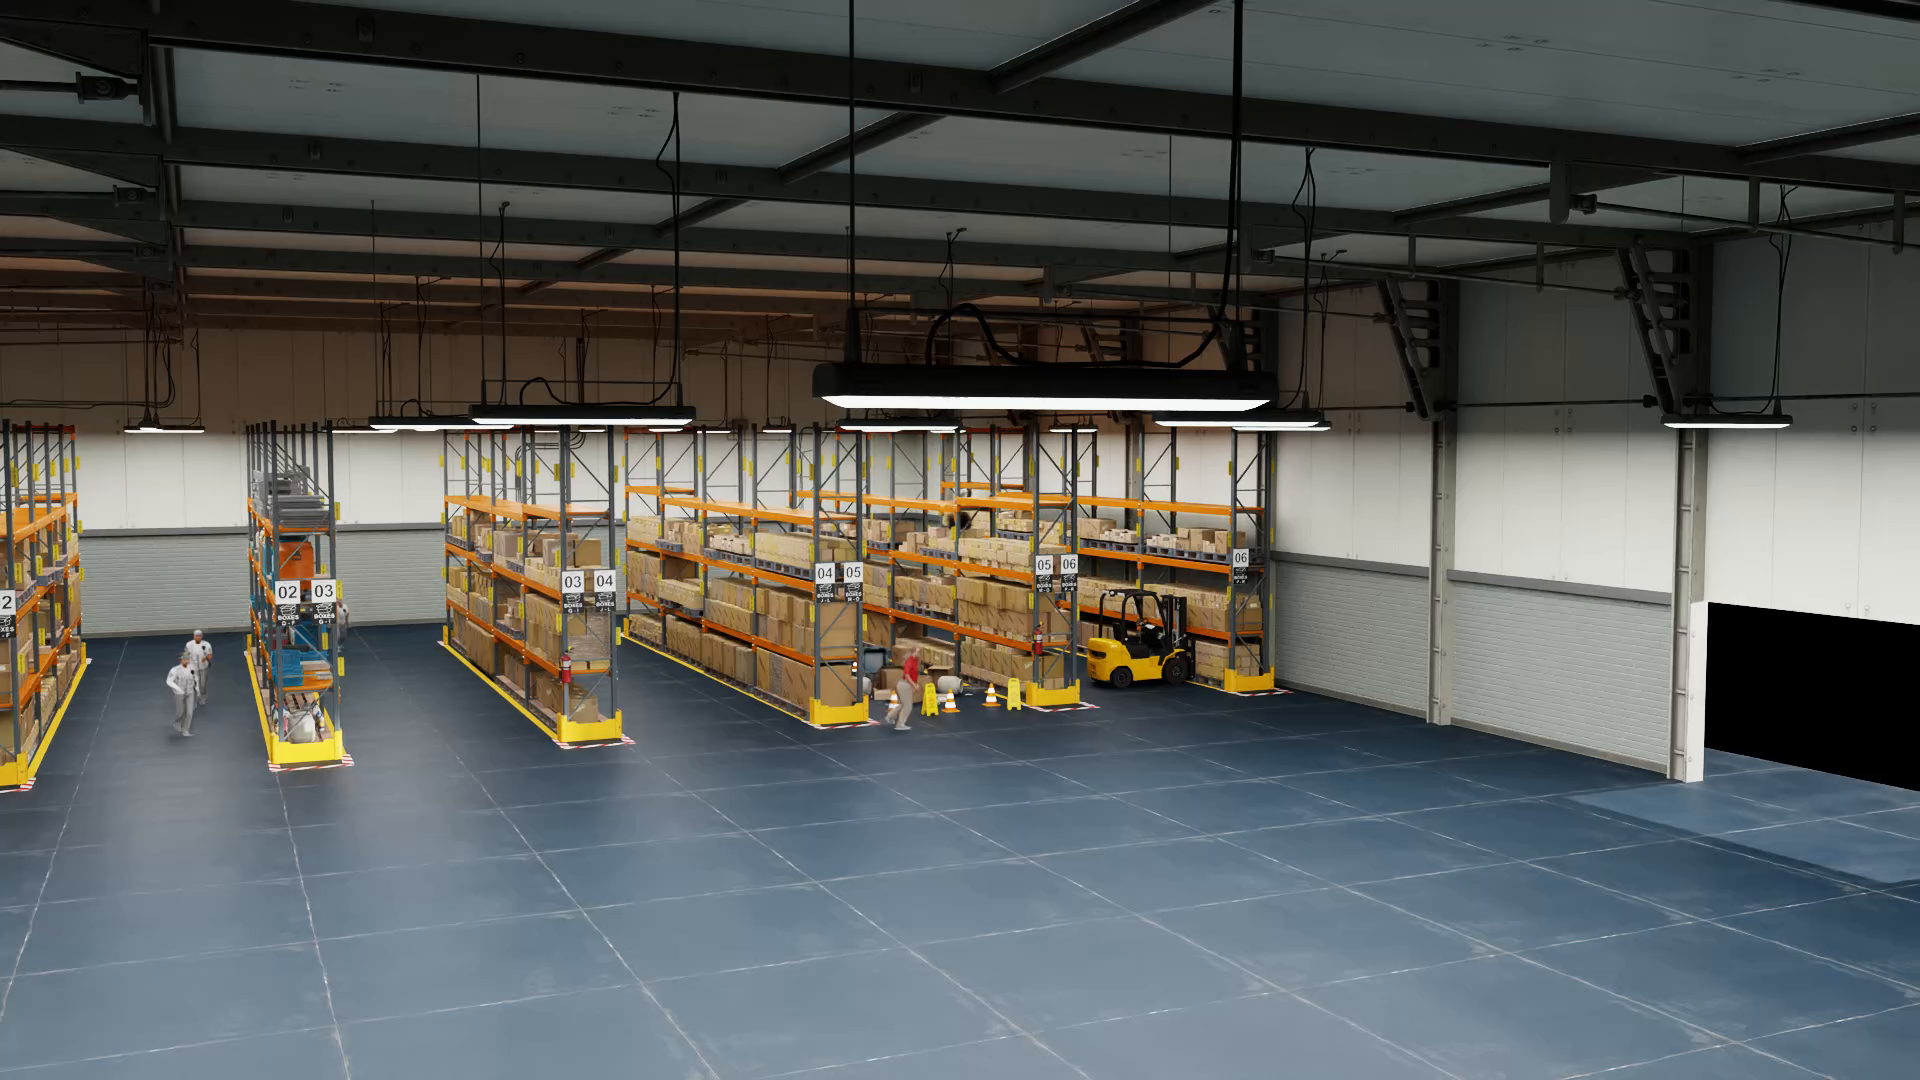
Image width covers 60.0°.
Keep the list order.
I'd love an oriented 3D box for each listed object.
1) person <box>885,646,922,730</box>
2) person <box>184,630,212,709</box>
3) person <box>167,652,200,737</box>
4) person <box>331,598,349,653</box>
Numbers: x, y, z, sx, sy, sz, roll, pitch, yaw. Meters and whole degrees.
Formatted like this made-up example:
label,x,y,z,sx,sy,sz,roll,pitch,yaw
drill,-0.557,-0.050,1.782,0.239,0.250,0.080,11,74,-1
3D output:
label,x,y,z,sx,sy,sz,roll,pitch,yaw
person,-1.105,2.872,32.367,0.750,1.648,0.650,0,4,4
person,-16.050,2.725,35.056,0.530,1.683,0.783,-2,4,-24
person,-14.843,2.930,31.764,0.609,1.638,0.693,-3,5,-40
person,-16.407,2.233,43.892,0.544,1.498,0.846,-4,5,-44
